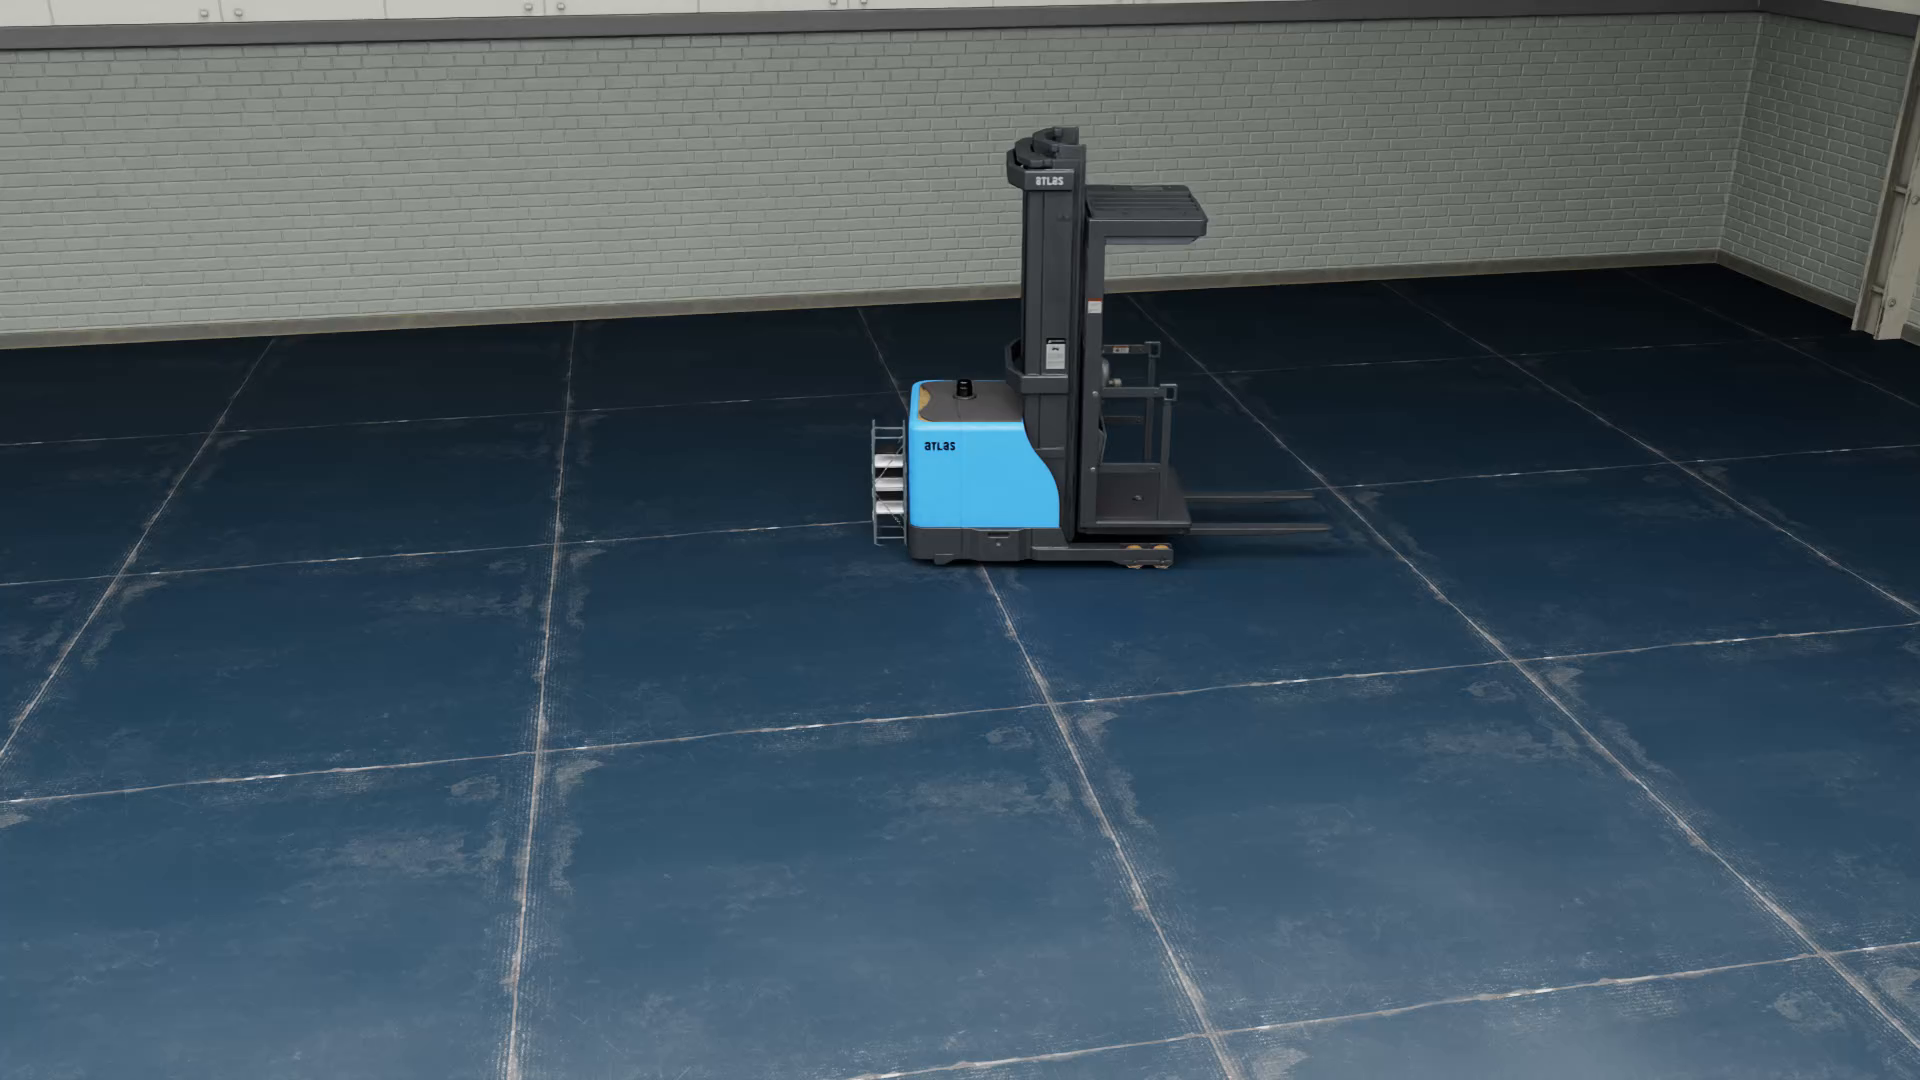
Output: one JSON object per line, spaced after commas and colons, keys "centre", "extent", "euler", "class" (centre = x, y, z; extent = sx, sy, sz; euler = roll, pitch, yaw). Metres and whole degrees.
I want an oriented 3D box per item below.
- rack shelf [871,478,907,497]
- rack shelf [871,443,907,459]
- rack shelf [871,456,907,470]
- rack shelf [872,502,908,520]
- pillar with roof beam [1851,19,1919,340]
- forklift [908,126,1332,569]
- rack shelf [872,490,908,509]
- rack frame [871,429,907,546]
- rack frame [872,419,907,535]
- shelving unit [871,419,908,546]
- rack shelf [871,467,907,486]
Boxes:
{"centre": [-0.512, -0.384, 12.087], "extent": [0.258, 0.077, 0.200], "euler": [-1, 24, -1], "class": "rack shelf"}
{"centre": [-0.512, -0.631, 11.979], "extent": [0.258, 0.077, 0.200], "euler": [-1, 24, -1], "class": "rack shelf"}
{"centre": [-0.512, -0.549, 12.015], "extent": [0.258, 0.077, 0.200], "euler": [-1, 24, -1], "class": "rack shelf"}
{"centre": [-0.512, -0.219, 12.159], "extent": [0.258, 0.077, 0.200], "euler": [-1, 24, -1], "class": "rack shelf"}
{"centre": [5.206, -5.932, 14.588], "extent": [9.100, 9.000, 0.400], "euler": [-4, 24, -10], "class": "pillar with roof beam"}
{"centre": [1.147, -1.352, 11.683], "extent": [3.031, 2.935, 1.130], "euler": [0, 24, 0], "class": "forklift"}
{"centre": [-0.512, -0.301, 12.123], "extent": [0.258, 0.077, 0.200], "euler": [-1, 24, -1], "class": "rack shelf"}
{"centre": [-0.509, -0.373, 11.981], "extent": [0.240, 0.900, 0.006], "euler": [-1, 24, -1], "class": "rack frame"}
{"centre": [-0.514, -0.455, 12.167], "extent": [0.240, 0.900, 0.006], "euler": [-1, 24, -1], "class": "rack frame"}
{"centre": [-0.512, -0.414, 12.074], "extent": [0.258, 0.900, 0.210], "euler": [-1, 24, -1], "class": "shelving unit"}
{"centre": [-0.512, -0.466, 12.051], "extent": [0.258, 0.077, 0.200], "euler": [-1, 24, -1], "class": "rack shelf"}
